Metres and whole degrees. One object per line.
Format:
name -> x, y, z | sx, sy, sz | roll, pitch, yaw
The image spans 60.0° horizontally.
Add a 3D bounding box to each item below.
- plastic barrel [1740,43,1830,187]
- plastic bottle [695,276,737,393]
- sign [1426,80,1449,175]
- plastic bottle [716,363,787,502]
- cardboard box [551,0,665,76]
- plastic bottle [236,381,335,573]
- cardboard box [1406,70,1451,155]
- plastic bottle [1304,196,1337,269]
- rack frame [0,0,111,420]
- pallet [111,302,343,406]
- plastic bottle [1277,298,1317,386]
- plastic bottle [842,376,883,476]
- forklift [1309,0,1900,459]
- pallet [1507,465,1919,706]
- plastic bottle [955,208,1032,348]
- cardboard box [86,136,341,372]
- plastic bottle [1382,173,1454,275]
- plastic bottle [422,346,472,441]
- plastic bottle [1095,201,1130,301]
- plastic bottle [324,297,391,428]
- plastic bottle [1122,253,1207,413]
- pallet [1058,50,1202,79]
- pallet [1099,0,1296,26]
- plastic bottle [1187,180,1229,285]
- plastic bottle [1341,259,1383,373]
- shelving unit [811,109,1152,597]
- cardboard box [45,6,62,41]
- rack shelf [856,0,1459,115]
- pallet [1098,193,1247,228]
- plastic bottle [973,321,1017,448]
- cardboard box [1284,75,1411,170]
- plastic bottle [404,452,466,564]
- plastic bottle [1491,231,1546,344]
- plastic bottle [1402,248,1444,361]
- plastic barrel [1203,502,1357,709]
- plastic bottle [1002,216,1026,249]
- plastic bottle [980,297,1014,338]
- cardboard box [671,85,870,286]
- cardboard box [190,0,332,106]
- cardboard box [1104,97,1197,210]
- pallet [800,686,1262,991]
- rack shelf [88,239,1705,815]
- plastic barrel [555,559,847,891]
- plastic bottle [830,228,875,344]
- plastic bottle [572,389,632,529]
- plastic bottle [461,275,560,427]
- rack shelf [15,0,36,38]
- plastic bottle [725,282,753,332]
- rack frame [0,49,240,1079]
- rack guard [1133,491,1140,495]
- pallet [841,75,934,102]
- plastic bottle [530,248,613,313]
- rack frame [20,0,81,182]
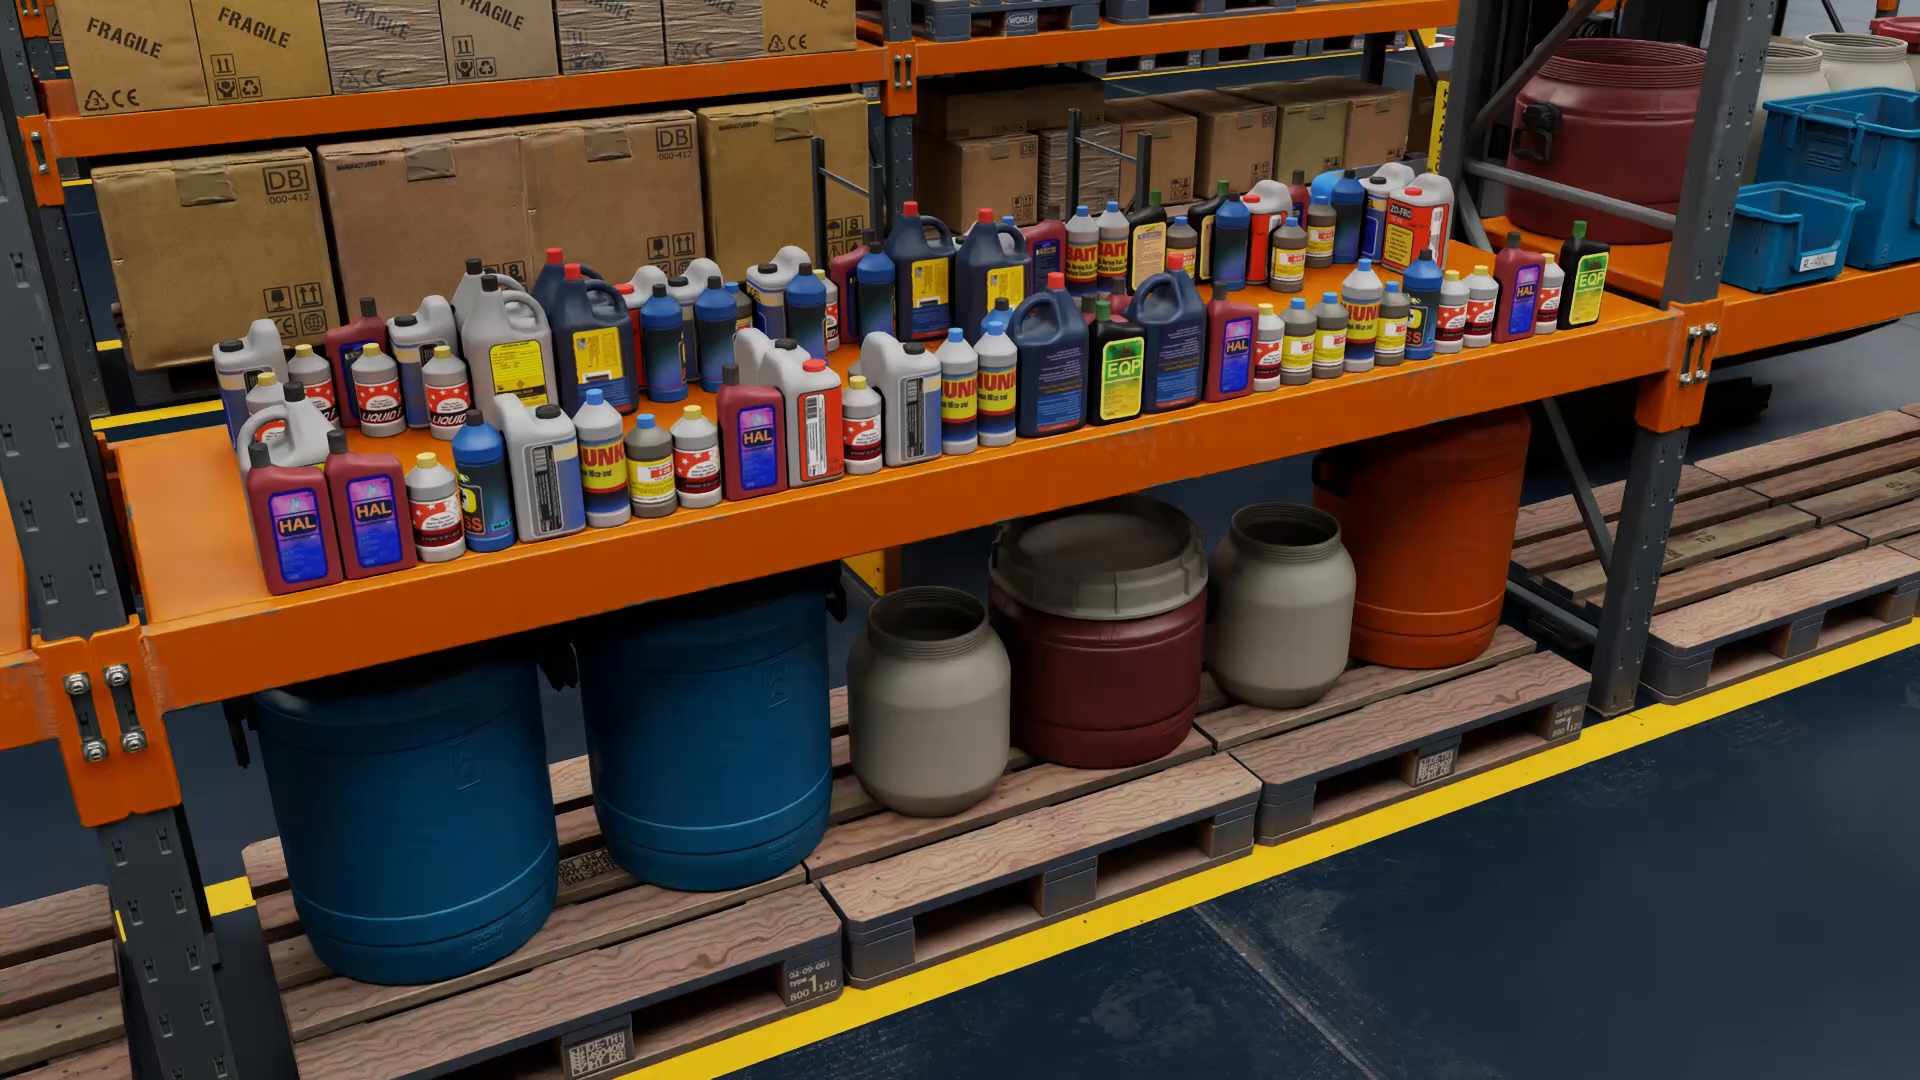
plastic barrel -> 2.603, -1.343, 5.453 | 0.421, 0.512, 0.421 | 0, 26, 0
plastic bottle -> -0.577, -0.493, 3.960 | 0.097, 0.271, 0.097 | 0, 26, 0
sign -> 1.530, -1.284, 5.270 | 0.005, 0.325, 0.100 | -13, 29, -25
plastic bottle -> -0.426, -0.227, 3.392 | 0.133, 0.283, 0.061 | -13, 29, -25
cardboard box -> -1.753, -2.537, 7.952 | 0.500, 0.500, 0.500 | -14, 29, -27
plastic bottle -> -1.235, -0.121, 3.093 | 0.185, 0.351, 0.144 | -13, 29, -25
cardboard box -> 3.366, -2.836, 11.095 | 0.500, 0.500, 0.500 | -14, 29, -27
plastic bottle -> 1.061, -0.914, 4.918 | 0.097, 0.201, 0.097 | 0, 26, 0
rack frame -> -4.065, -2.078, 7.113 | 0.127, 3.000, 1.000 | -13, 29, -25
pallet -> -3.419, -1.007, 8.104 | 1.213, 0.211, 1.003 | -13, 29, -25
plastic bottle -> 0.810, -0.484, 4.022 | 0.097, 0.201, 0.097 | 0, 26, 0
plastic bottle -> -0.214, -0.248, 3.530 | 0.097, 0.201, 0.097 | 0, 26, 0
forklift -> 3.005, -2.007, 7.044 | 3.031, 2.935, 1.130 | -13, 28, -25
pallet -> 2.497, 0.113, 5.772 | 1.213, 0.211, 1.003 | -13, 29, -25
plastic bottle -> 0.085, -0.671, 4.238 | 0.185, 0.351, 0.144 | -13, 29, -25
cardboard box -> -3.509, -1.448, 7.770 | 0.875, 0.875, 1.225 | -13, 29, -25
plastic bottle -> 1.333, -0.923, 4.850 | 0.135, 0.276, 0.152 | -13, 29, -25
plastic bottle -> -1.141, -0.332, 3.705 | 0.097, 0.201, 0.097 | 0, 26, 0
plastic bottle -> 0.417, -0.797, 4.594 | 0.097, 0.271, 0.097 | 0, 26, 0
plastic bottle -> -1.356, -0.403, 3.758 | 0.133, 0.283, 0.061 | -13, 29, -25
plastic bottle -> 0.471, -0.485, 3.851 | 0.185, 0.351, 0.144 | -13, 29, -25
pallet -> 1.457, -4.491, 15.359 | 1.213, 0.211, 1.003 | -13, 29, -25
pallet -> 1.192, -3.225, 9.724 | 1.213, 0.211, 1.003 | -13, 29, -25
plastic bottle -> 0.714, -0.880, 4.752 | 0.133, 0.283, 0.061 | -13, 29, -25
plastic bottle -> 0.982, -0.555, 4.090 | 0.097, 0.271, 0.097 | 0, 26, 0
shelving unit -> 0.067, -0.692, 5.958 | 1.083, 1.500, 0.587 | -13, 29, -25
cardboard box -> -8.218, -5.251, 15.692 | 0.875, 0.875, 0.875 | -12, 28, -24
rack shelf -> 1.230, -2.976, 9.814 | 4.000, 0.370, 1.077 | -13, 29, -25
pallet -> 1.230, -2.041, 10.258 | 1.213, 0.211, 1.003 | -13, 29, -25
plastic bottle -> 0.077, -0.346, 3.655 | 0.097, 0.271, 0.097 | 0, 26, 0
cardboard box -> 2.442, -2.662, 10.709 | 0.500, 0.500, 0.700 | -15, 30, -29
plastic bottle -> -0.999, -0.067, 3.153 | 0.097, 0.201, 0.097 | 0, 26, 0
plastic bottle -> 1.436, -0.657, 4.287 | 0.133, 0.283, 0.061 | -13, 29, -25
plastic bottle -> 1.154, -0.595, 4.172 | 0.097, 0.271, 0.097 | 0, 26, 0
plastic barrel -> 0.916, 0.186, 4.786 | 0.421, 0.512, 0.421 | 0, 26, 0
plastic bottle -> 0.127, -0.730, 4.455 | 0.097, 0.271, 0.097 | 0, 26, 0
plastic bottle -> 0.095, -0.421, 3.811 | 0.097, 0.271, 0.097 | 0, 26, 0
cardboard box -> -1.154, -1.992, 8.903 | 0.875, 0.875, 1.225 | -14, 29, -27
cardboard box -> -3.098, -2.224, 7.302 | 0.500, 0.500, 0.500 | -13, 29, -25
cardboard box -> 1.027, -2.345, 10.048 | 0.500, 0.500, 0.700 | -11, 28, -21
pallet -> 0.044, 0.679, 4.592 | 1.213, 0.211, 1.003 | -13, 29, -25
rack shelf -> 0.031, -0.270, 4.178 | 4.000, 0.370, 1.077 | -13, 29, -25
plastic barrel -> -0.621, 0.321, 4.055 | 0.708, 0.901, 0.600 | -13, 29, -25
plastic bottle -> -0.265, -0.654, 4.282 | 0.133, 0.283, 0.061 | -13, 29, -25
plastic bottle -> -0.708, -0.165, 3.277 | 0.097, 0.271, 0.097 | 0, 26, 0
plastic bottle -> -1.009, -0.422, 3.720 | 0.185, 0.351, 0.144 | -13, 29, -25
rack shelf -> -8.074, -3.262, 10.409 | 4.000, 0.370, 1.077 | -13, 29, -25
plastic bottle -> -0.563, -0.540, 4.138 | 0.097, 0.201, 0.097 | 0, 26, 0
rack frame -> -1.734, -0.187, 3.174 | 0.127, 3.000, 1.000 | -13, 29, -25
rack guard -> 0.507, -0.230, 6.439 | 0.087, 0.250, 0.587 | -13, 29, -25
pallet -> -0.974, -3.929, 14.190 | 1.213, 0.211, 1.003 | -13, 29, -25
plastic bottle -> -0.914, -0.514, 3.913 | 0.185, 0.351, 0.144 | -13, 29, -25
rack frame -> -6.309, -3.993, 11.102 | 0.127, 3.000, 1.000 | -13, 29, -25
